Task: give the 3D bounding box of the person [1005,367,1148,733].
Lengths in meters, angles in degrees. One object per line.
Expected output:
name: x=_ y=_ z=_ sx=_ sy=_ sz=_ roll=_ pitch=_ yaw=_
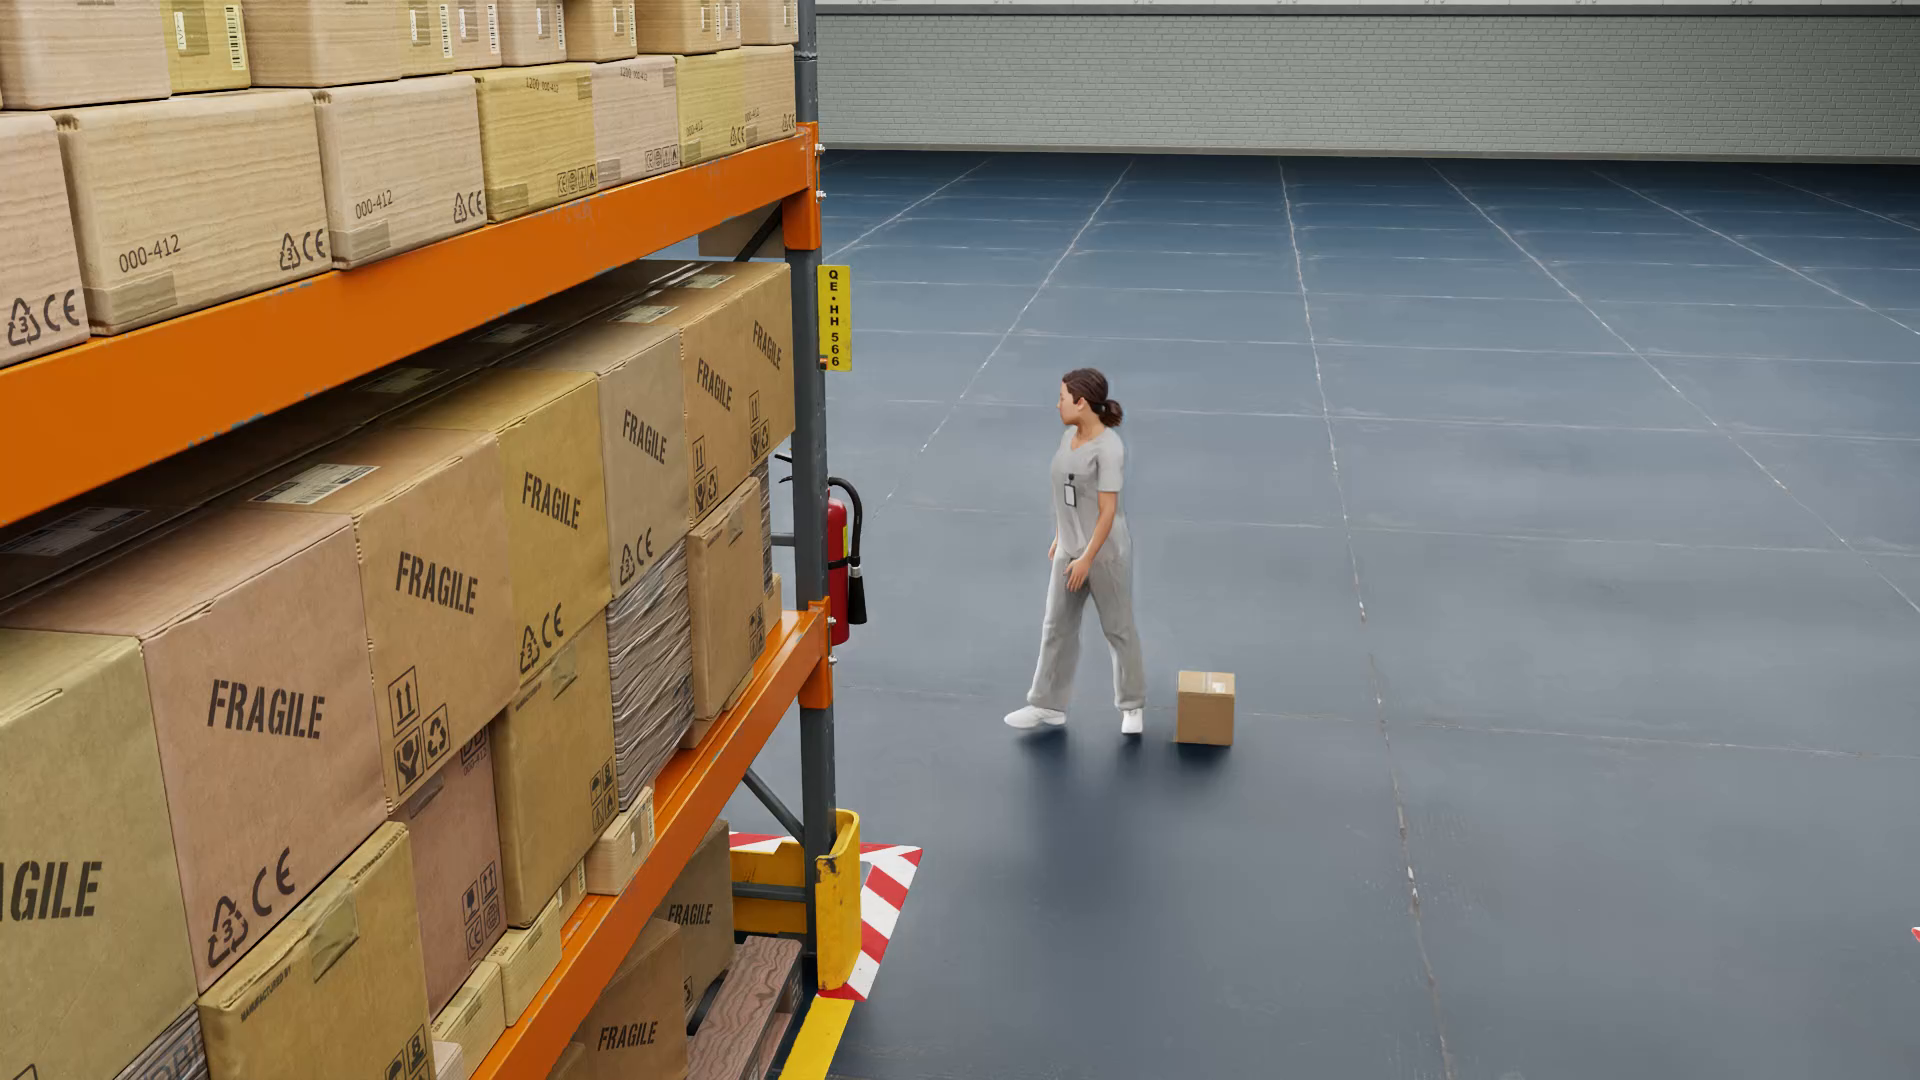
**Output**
person: x=0.547 y=0.055 z=7.330 sx=0.651 sy=1.661 sz=0.518 roll=-12 pitch=21 yaw=-32
